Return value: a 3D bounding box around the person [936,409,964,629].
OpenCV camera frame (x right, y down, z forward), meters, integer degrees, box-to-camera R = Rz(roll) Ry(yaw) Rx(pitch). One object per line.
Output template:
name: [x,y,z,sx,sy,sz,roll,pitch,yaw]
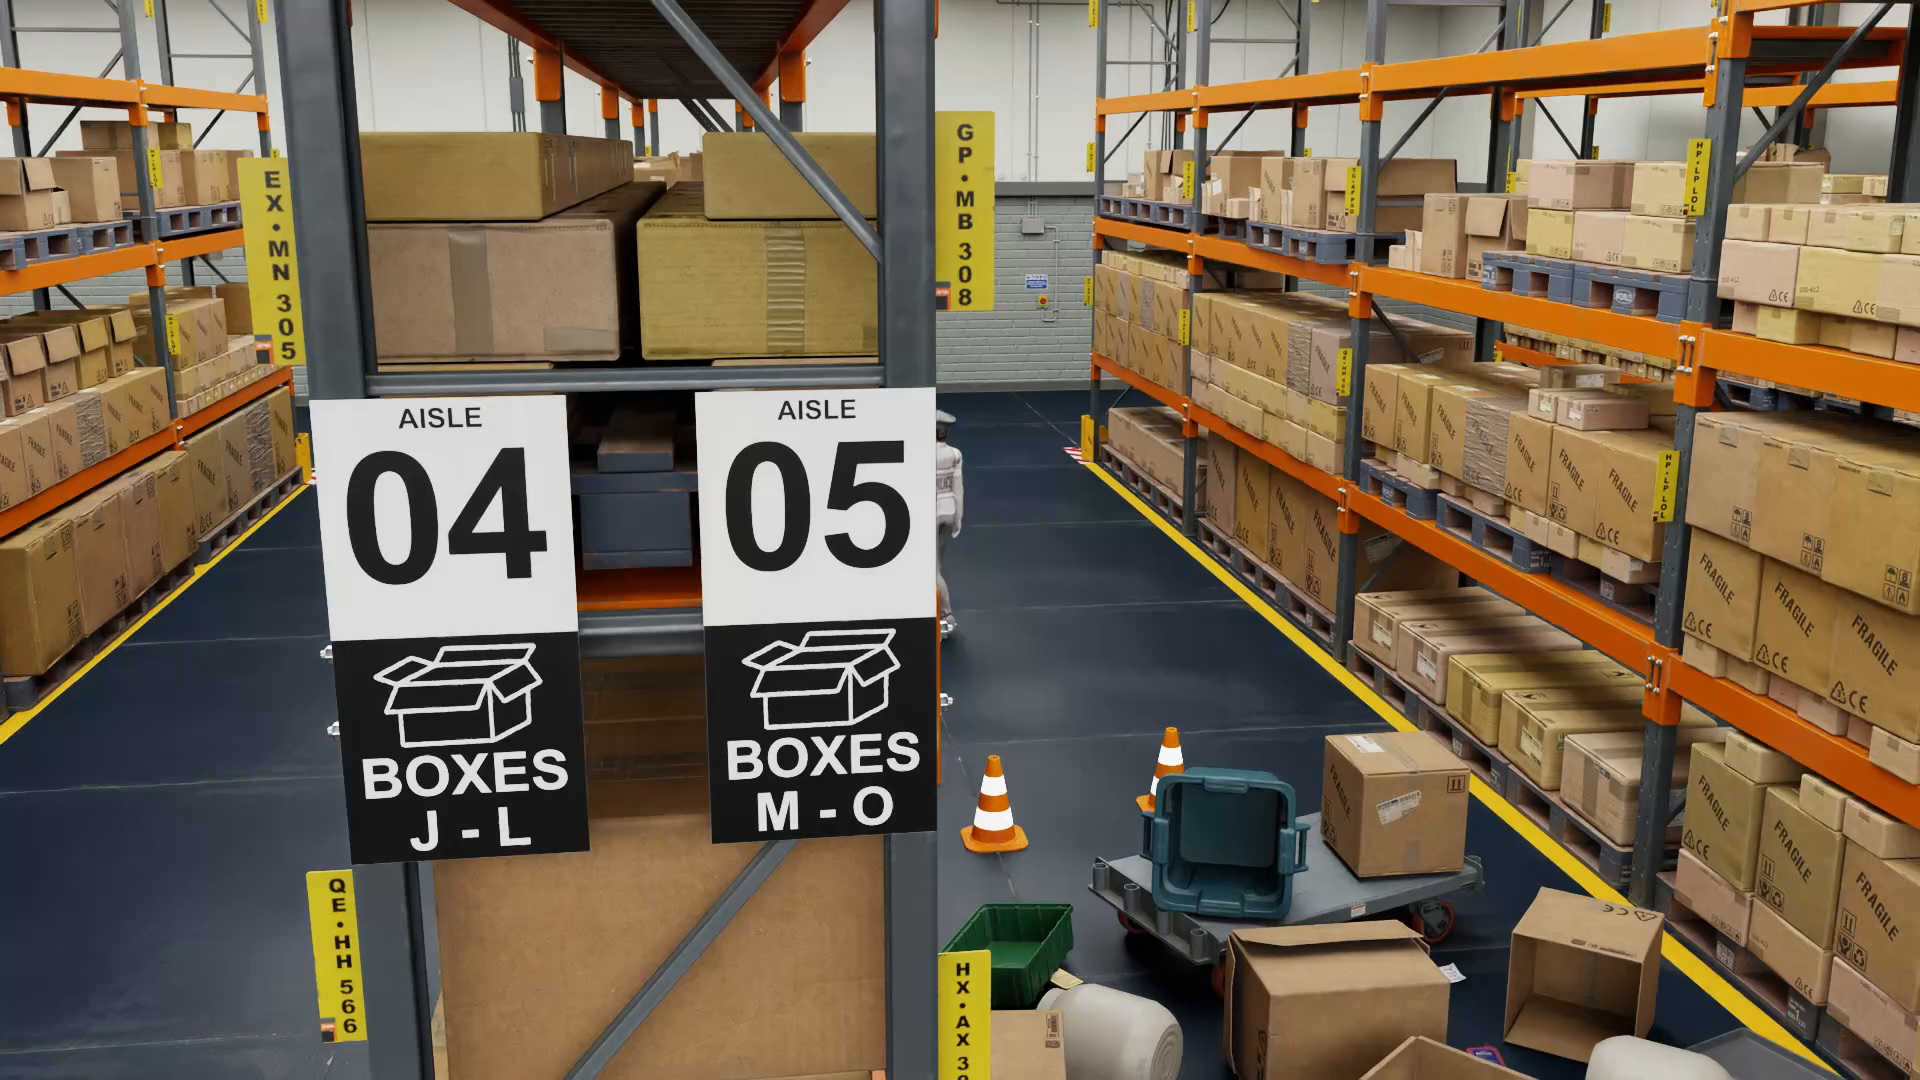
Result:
person: [-0.206,-0.149,12.576,0.516,1.668,0.659,-12,18,-41]
